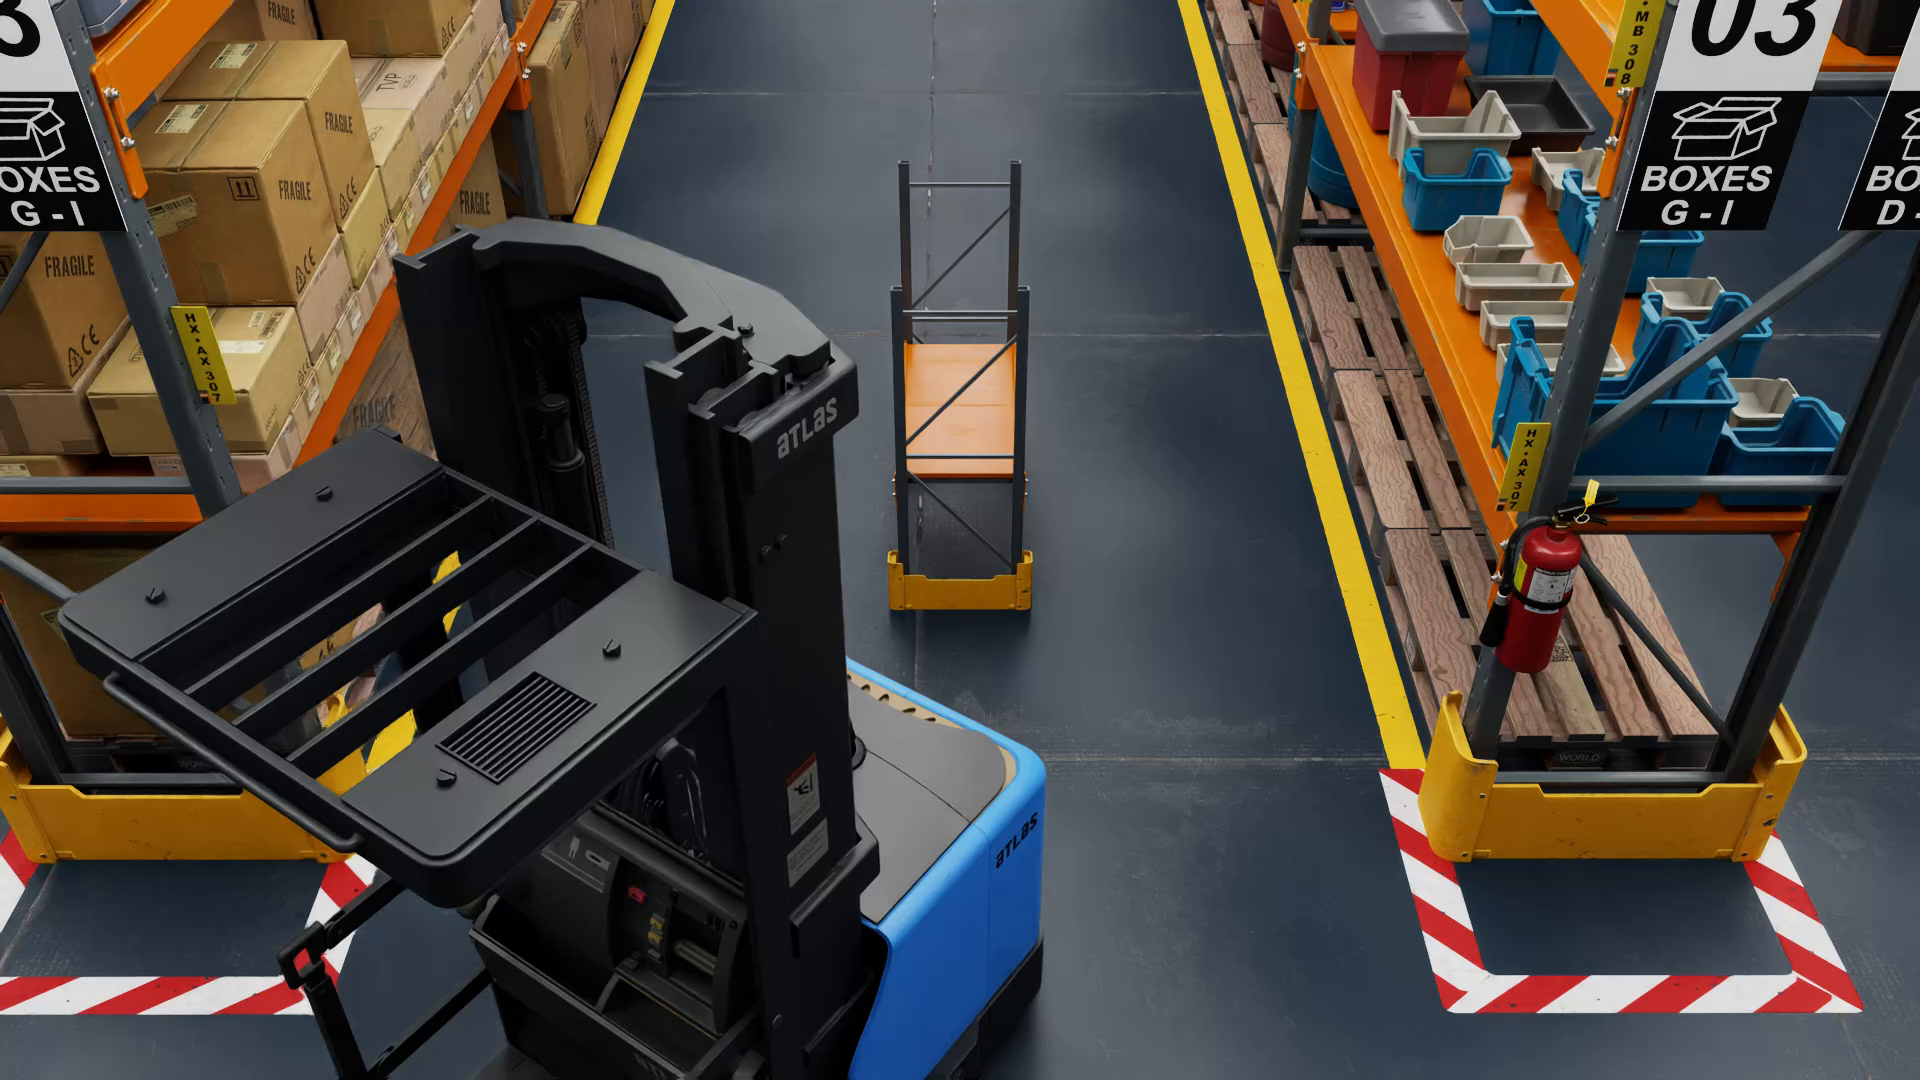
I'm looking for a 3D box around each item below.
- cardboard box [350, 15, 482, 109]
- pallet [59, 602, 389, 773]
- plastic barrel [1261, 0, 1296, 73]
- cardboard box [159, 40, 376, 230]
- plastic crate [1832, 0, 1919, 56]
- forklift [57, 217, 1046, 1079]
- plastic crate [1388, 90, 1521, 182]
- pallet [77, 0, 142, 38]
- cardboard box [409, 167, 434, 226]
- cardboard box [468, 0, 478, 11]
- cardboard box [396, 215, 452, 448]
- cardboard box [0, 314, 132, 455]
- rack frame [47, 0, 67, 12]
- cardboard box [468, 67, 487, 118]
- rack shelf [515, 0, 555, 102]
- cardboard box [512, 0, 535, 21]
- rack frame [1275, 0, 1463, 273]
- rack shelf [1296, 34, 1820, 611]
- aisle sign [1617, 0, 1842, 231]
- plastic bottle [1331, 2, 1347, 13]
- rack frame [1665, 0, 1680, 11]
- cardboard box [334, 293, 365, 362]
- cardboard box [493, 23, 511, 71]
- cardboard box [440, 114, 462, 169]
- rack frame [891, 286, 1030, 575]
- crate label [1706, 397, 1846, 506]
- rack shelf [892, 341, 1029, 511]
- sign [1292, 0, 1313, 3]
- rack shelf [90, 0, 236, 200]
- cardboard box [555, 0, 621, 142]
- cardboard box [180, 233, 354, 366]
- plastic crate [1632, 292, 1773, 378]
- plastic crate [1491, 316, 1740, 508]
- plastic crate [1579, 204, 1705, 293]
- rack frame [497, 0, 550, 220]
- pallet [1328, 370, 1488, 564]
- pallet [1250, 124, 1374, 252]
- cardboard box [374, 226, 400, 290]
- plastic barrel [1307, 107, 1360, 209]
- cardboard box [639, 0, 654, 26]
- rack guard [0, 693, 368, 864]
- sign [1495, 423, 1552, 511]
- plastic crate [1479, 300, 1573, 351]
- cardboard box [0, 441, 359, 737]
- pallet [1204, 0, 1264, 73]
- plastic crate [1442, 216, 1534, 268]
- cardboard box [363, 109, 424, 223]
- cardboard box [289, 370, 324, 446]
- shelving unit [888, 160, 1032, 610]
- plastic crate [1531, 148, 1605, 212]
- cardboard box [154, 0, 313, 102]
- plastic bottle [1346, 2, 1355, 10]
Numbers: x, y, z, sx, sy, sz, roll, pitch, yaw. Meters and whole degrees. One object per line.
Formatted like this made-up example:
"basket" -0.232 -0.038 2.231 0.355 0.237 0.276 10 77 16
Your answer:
"cardboard box" -2.452 -2.119 7.377 0.500 0.250 0.500 1 39 1
"pallet" -2.792 0.429 6.546 1.003 0.211 1.213 0 39 0
"plastic barrel" 2.249 -3.376 10.657 0.600 0.588 0.708 0 39 0
"cardboard box" -2.451 -1.446 5.939 0.500 0.500 0.500 -1 39 -1
"plastic crate" 2.518 -1.523 4.458 0.497 0.269 0.590 0 39 0
"forklift" -0.995 0.896 3.788 1.130 2.935 3.031 24 44 27
"plastic crate" 2.053 -1.686 7.002 0.437 0.282 0.530 0 39 0
"pallet" -2.725 -1.759 4.719 1.003 0.211 1.213 0 39 0
"cardboard box" -2.389 -1.409 6.811 0.380 0.149 0.250 1 39 1
"cardboard box" -2.450 -2.723 7.532 0.500 0.500 0.500 1 39 1
"cardboard box" -2.796 -1.020 7.487 0.875 0.875 0.875 0 39 0
"cardboard box" -2.979 -0.520 5.382 0.500 0.250 0.500 -1 39 -1
"rack frame" -2.713 -2.500 3.174 1.000 3.000 0.127 0 39 0
"cardboard box" -2.389 -2.051 7.611 0.380 0.149 0.250 -1 39 -1
"rack shelf" -2.720 -3.631 9.957 1.077 0.370 4.000 0 39 0
"cardboard box" -2.468 -2.987 8.499 0.500 0.500 0.500 0 39 0
"rack frame" 2.235 -2.664 8.176 1.000 3.000 0.127 0 39 0
"rack shelf" 2.237 -1.133 6.840 1.077 0.370 4.000 0 39 0
"aisle sign" 1.947 -1.132 4.185 0.394 0.787 0.004 0 39 0
"plastic bottle" 1.911 -2.862 8.522 0.152 0.276 0.135 0 39 0
"rack frame" 2.240 -2.504 3.178 1.000 3.000 0.127 0 39 0
"cardboard box" -2.387 -0.767 6.009 0.380 0.149 0.250 -1 39 -1
"cardboard box" -2.390 -2.372 8.012 0.380 0.149 0.250 0 39 0
"cardboard box" -2.388 -1.729 7.209 0.380 0.149 0.250 1 39 1
"rack frame" 0.000 -0.321 6.451 0.500 1.500 0.032 0 39 0
"crate label" 2.569 -0.275 5.281 0.416 0.233 0.303 0 39 0
"rack shelf" 0.000 -0.498 6.960 0.538 0.185 1.000 0 39 0
"sign" 1.685 -2.773 8.090 0.100 0.325 0.005 0 39 0
"rack shelf" -2.716 -2.300 5.898 1.077 0.370 4.000 0 39 0
"cardboard box" -2.740 -2.954 9.901 1.225 0.875 0.875 -1 39 -2
"cardboard box" -2.451 -0.842 5.784 0.500 0.250 0.500 0 39 -1
"plastic crate" 2.568 -0.687 5.795 0.416 0.233 0.300 0 39 0
"plastic crate" 2.053 -0.409 5.286 0.616 0.435 0.499 0 39 0
"plastic crate" 2.567 -1.099 6.308 0.416 0.233 0.300 0 39 0
"rack frame" -2.718 -2.661 8.171 1.000 3.000 0.127 0 39 0
"pallet" 2.279 -0.351 7.520 1.003 0.211 1.213 0 39 0
"pallet" 2.276 -2.059 9.650 1.003 0.211 1.213 0 39 0
"cardboard box" -2.388 -1.087 6.409 0.380 0.149 0.250 0 39 -1
"plastic barrel" 2.252 -2.349 9.125 0.600 0.901 0.708 0 39 0
"cardboard box" -2.742 -4.065 11.287 1.225 0.875 0.875 -2 39 -2
"rack guard" -2.713 0.831 5.813 1.175 0.500 0.348 0 39 0
"sign" 1.690 -0.216 4.990 0.100 0.325 0.005 0 39 0
"plastic crate" 2.072 -0.774 5.980 0.396 0.136 0.243 0 39 0
"cardboard box" -2.794 0.106 6.082 0.875 0.875 0.875 0 39 0
"pallet" 2.273 -3.584 11.554 1.003 0.211 1.213 0 39 0
"plastic crate" 2.028 -1.134 6.429 0.298 0.136 0.250 0 39 0
"cardboard box" -2.454 -1.483 6.584 0.500 0.250 0.500 -1 39 -1
"cardboard box" -2.385 -0.444 5.606 0.380 0.149 0.250 -1 39 -1
"shelving unit" 0.000 -0.633 6.840 0.587 1.500 1.083 0 39 0
"plastic crate" 2.538 -1.496 6.881 0.293 0.136 0.466 0 39 0
"cardboard box" -2.975 -2.078 6.726 0.500 0.500 0.500 -1 39 -1
"plastic bottle" 2.036 -2.845 8.560 0.097 0.201 0.097 0 39 0
